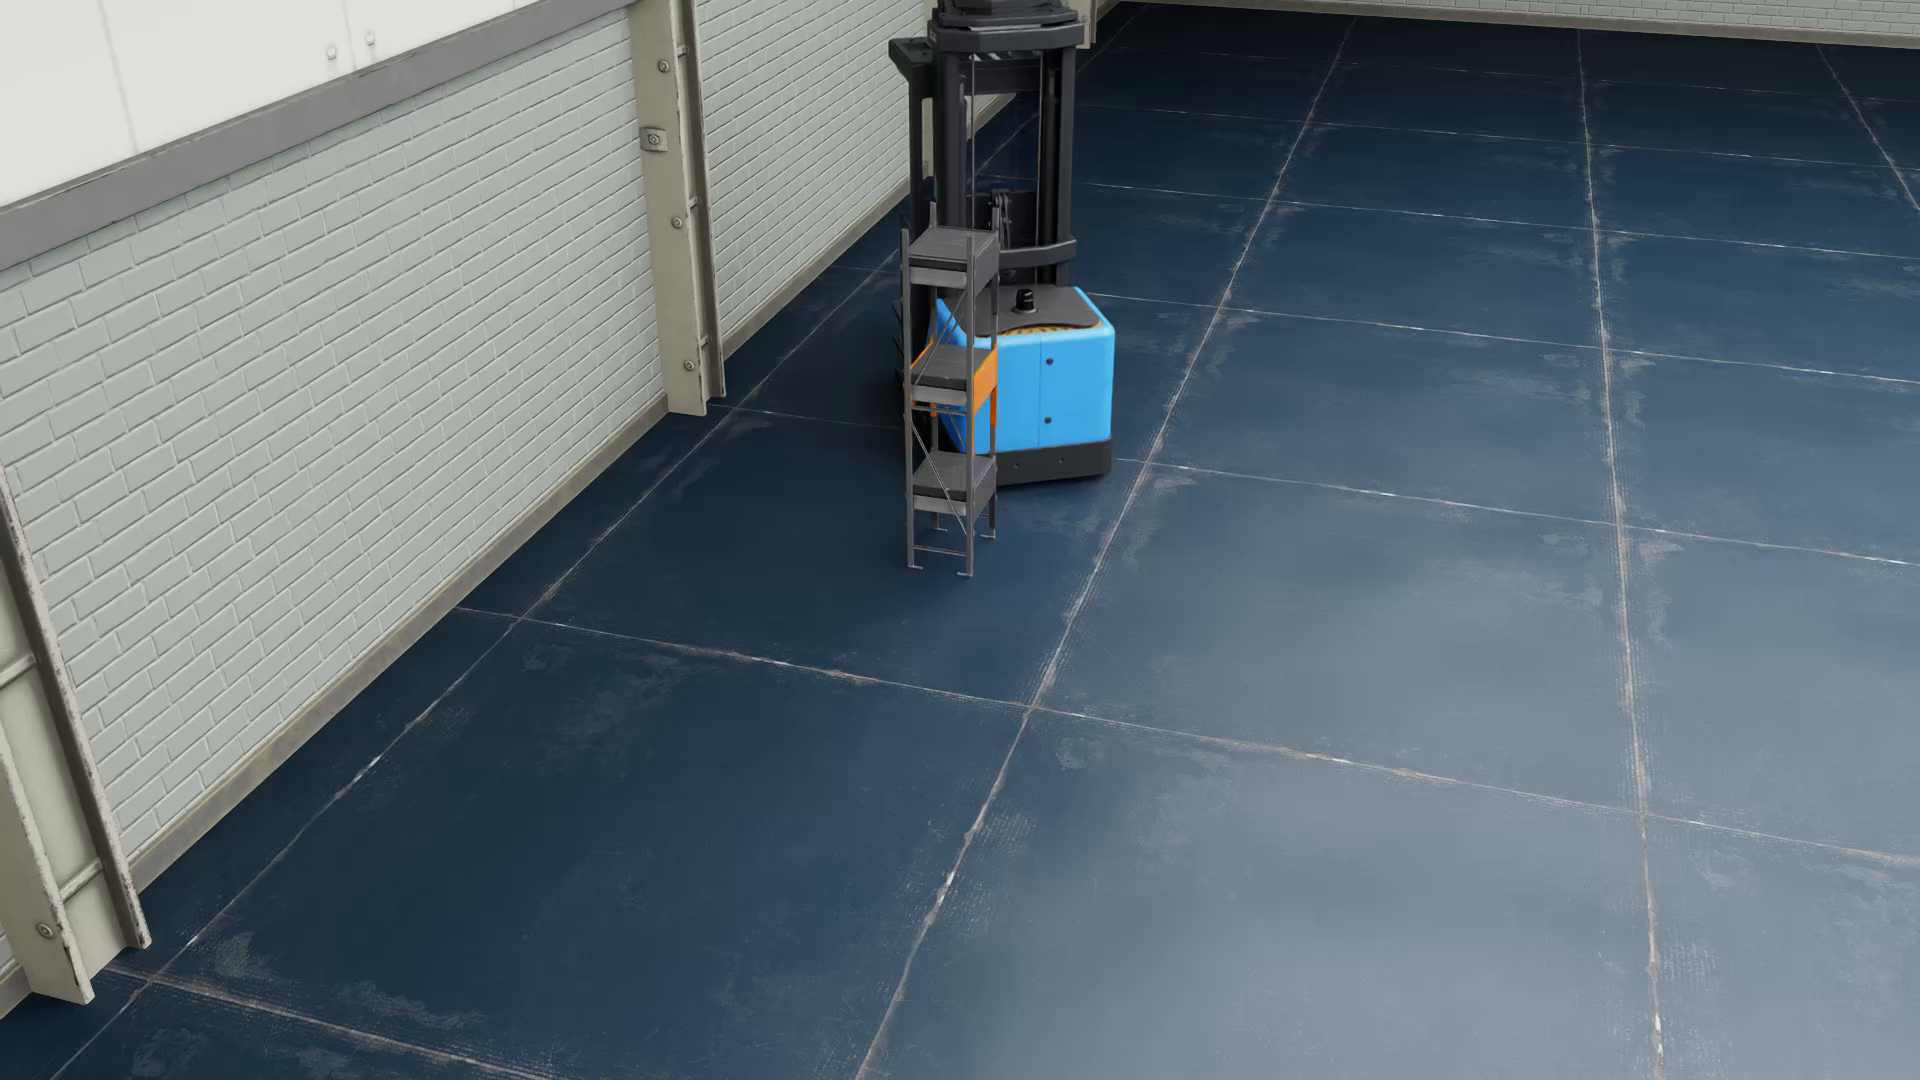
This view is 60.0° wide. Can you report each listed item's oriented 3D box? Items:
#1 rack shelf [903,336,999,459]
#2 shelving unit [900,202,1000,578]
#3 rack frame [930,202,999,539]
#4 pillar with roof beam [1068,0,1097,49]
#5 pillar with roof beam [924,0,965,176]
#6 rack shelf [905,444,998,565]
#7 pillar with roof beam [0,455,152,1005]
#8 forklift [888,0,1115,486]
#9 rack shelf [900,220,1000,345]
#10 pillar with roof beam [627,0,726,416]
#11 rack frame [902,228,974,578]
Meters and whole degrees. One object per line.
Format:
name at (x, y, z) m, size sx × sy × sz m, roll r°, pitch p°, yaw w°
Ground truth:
rack shelf at (-0.049, -0.829, 9.608) m, size 0.431 × 0.518 × 0.480 m, roll 8°, pitch 30°, yaw 15°
shelving unit at (-0.049, -0.841, 9.601) m, size 0.431 × 2.100 × 0.503 m, roll 8°, pitch 30°, yaw 15°
rack frame at (0.023, -0.954, 9.805) m, size 0.400 × 2.100 × 0.015 m, roll 8°, pitch 30°, yaw 15°
pillar with roof beam at (5.724, -9.889, 18.770) m, size 9.100 × 9.000 × 0.400 m, roll 8°, pitch 30°, yaw 15°
pillar with roof beam at (3.963, -7.101, 13.758) m, size 9.100 × 9.000 × 0.400 m, roll 8°, pitch 30°, yaw 15°
rack shelf at (-0.049, -0.217, 9.948) m, size 0.431 × 0.518 × 0.480 m, roll 8°, pitch 30°, yaw 15°
pillar with roof beam at (0.440, -1.524, 3.733) m, size 9.100 × 9.000 × 0.400 m, roll 8°, pitch 30°, yaw 15°
forklift at (0.147, -2.313, 11.392) m, size 1.130 × 2.935 × 3.031 m, roll -7°, pitch 30°, yaw -12°
rack shelf at (-0.049, -1.440, 9.268) m, size 0.431 × 0.518 × 0.480 m, roll 8°, pitch 30°, yaw 15°
pillar with roof beam at (2.201, -4.313, 8.746) m, size 9.100 × 9.000 × 0.400 m, roll 8°, pitch 30°, yaw 15°
rack frame at (-0.120, -0.727, 9.397) m, size 0.400 × 2.100 × 0.015 m, roll 8°, pitch 30°, yaw 15°
